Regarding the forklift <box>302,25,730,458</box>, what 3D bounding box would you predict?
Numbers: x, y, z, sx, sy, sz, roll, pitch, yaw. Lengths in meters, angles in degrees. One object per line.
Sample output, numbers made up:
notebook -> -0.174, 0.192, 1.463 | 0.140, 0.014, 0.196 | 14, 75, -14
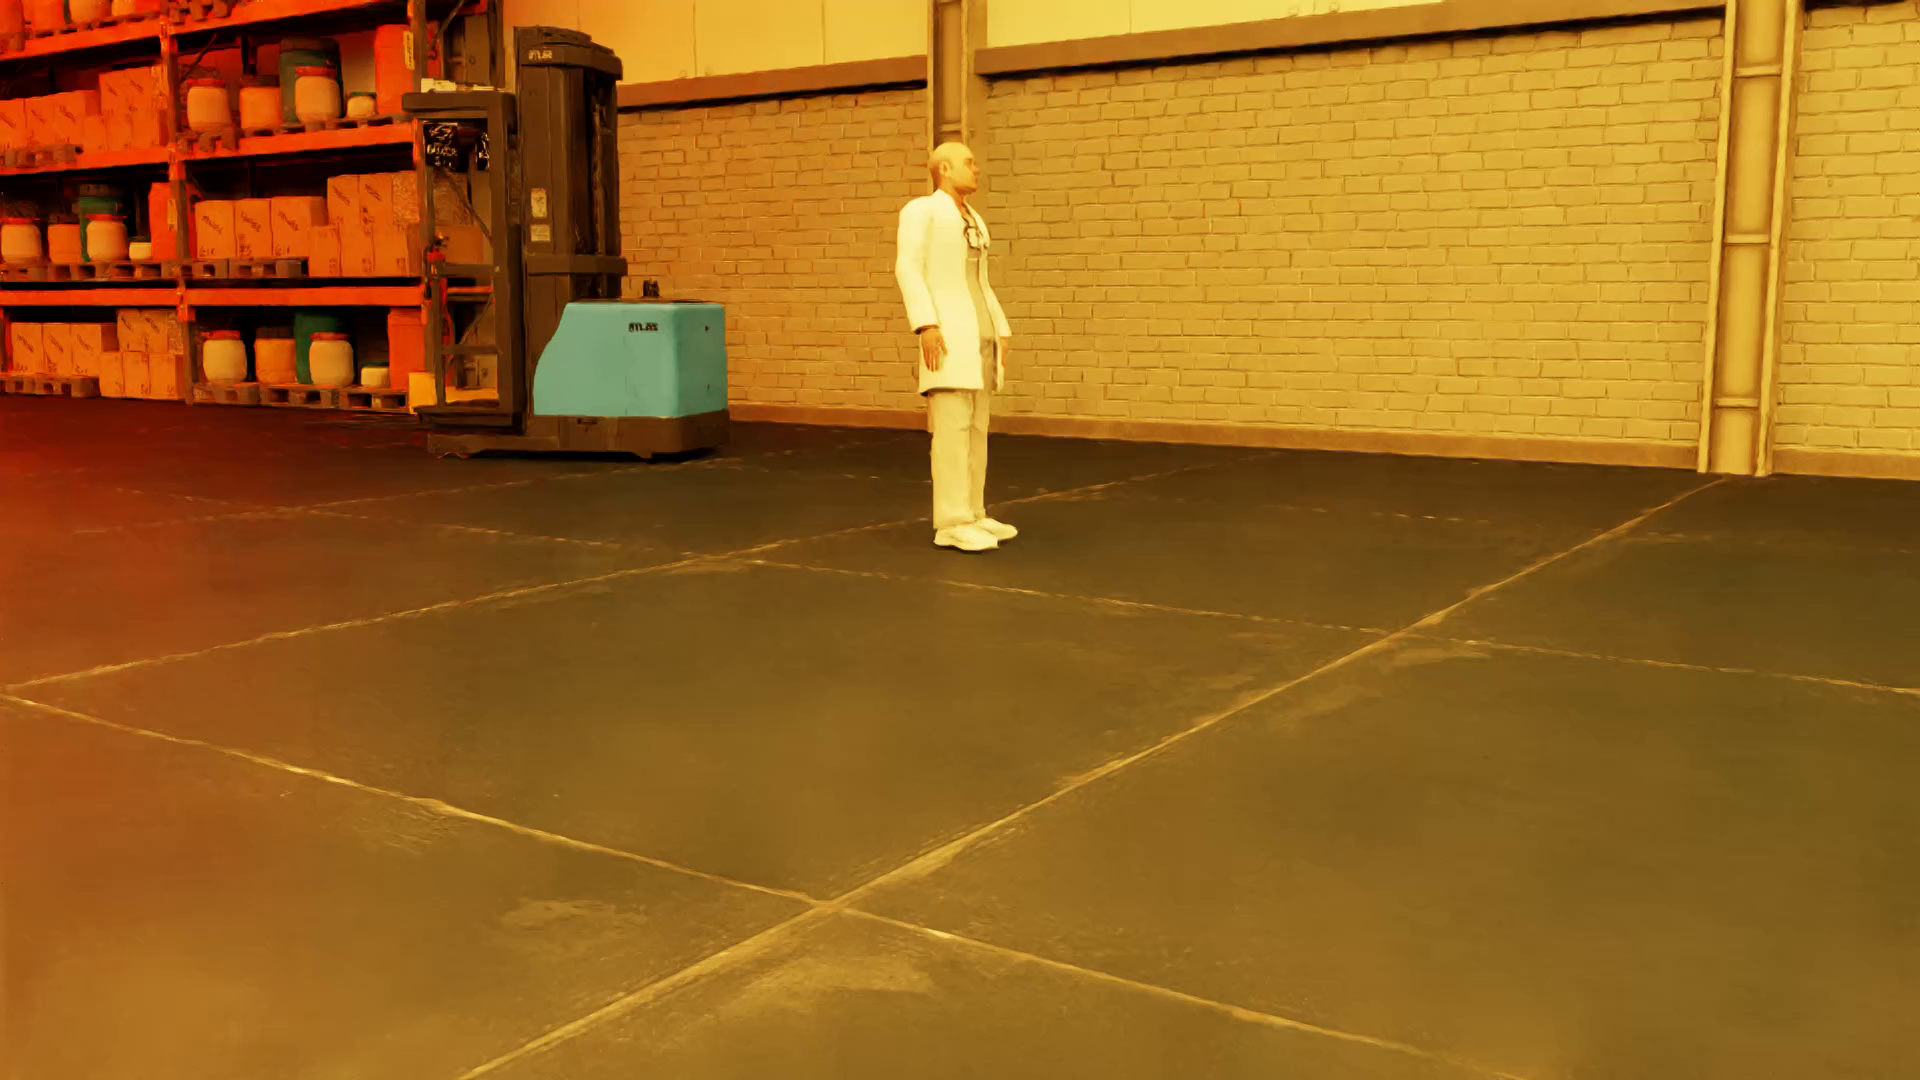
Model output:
forklift -> -3.255, -2.093, 11.909 | 3.031, 2.935, 1.130 | 2, 8, 14

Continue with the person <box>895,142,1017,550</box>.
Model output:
person -> 0.073, -0.880, 7.423 | 0.579, 1.776, 0.694 | 5, 10, 34
